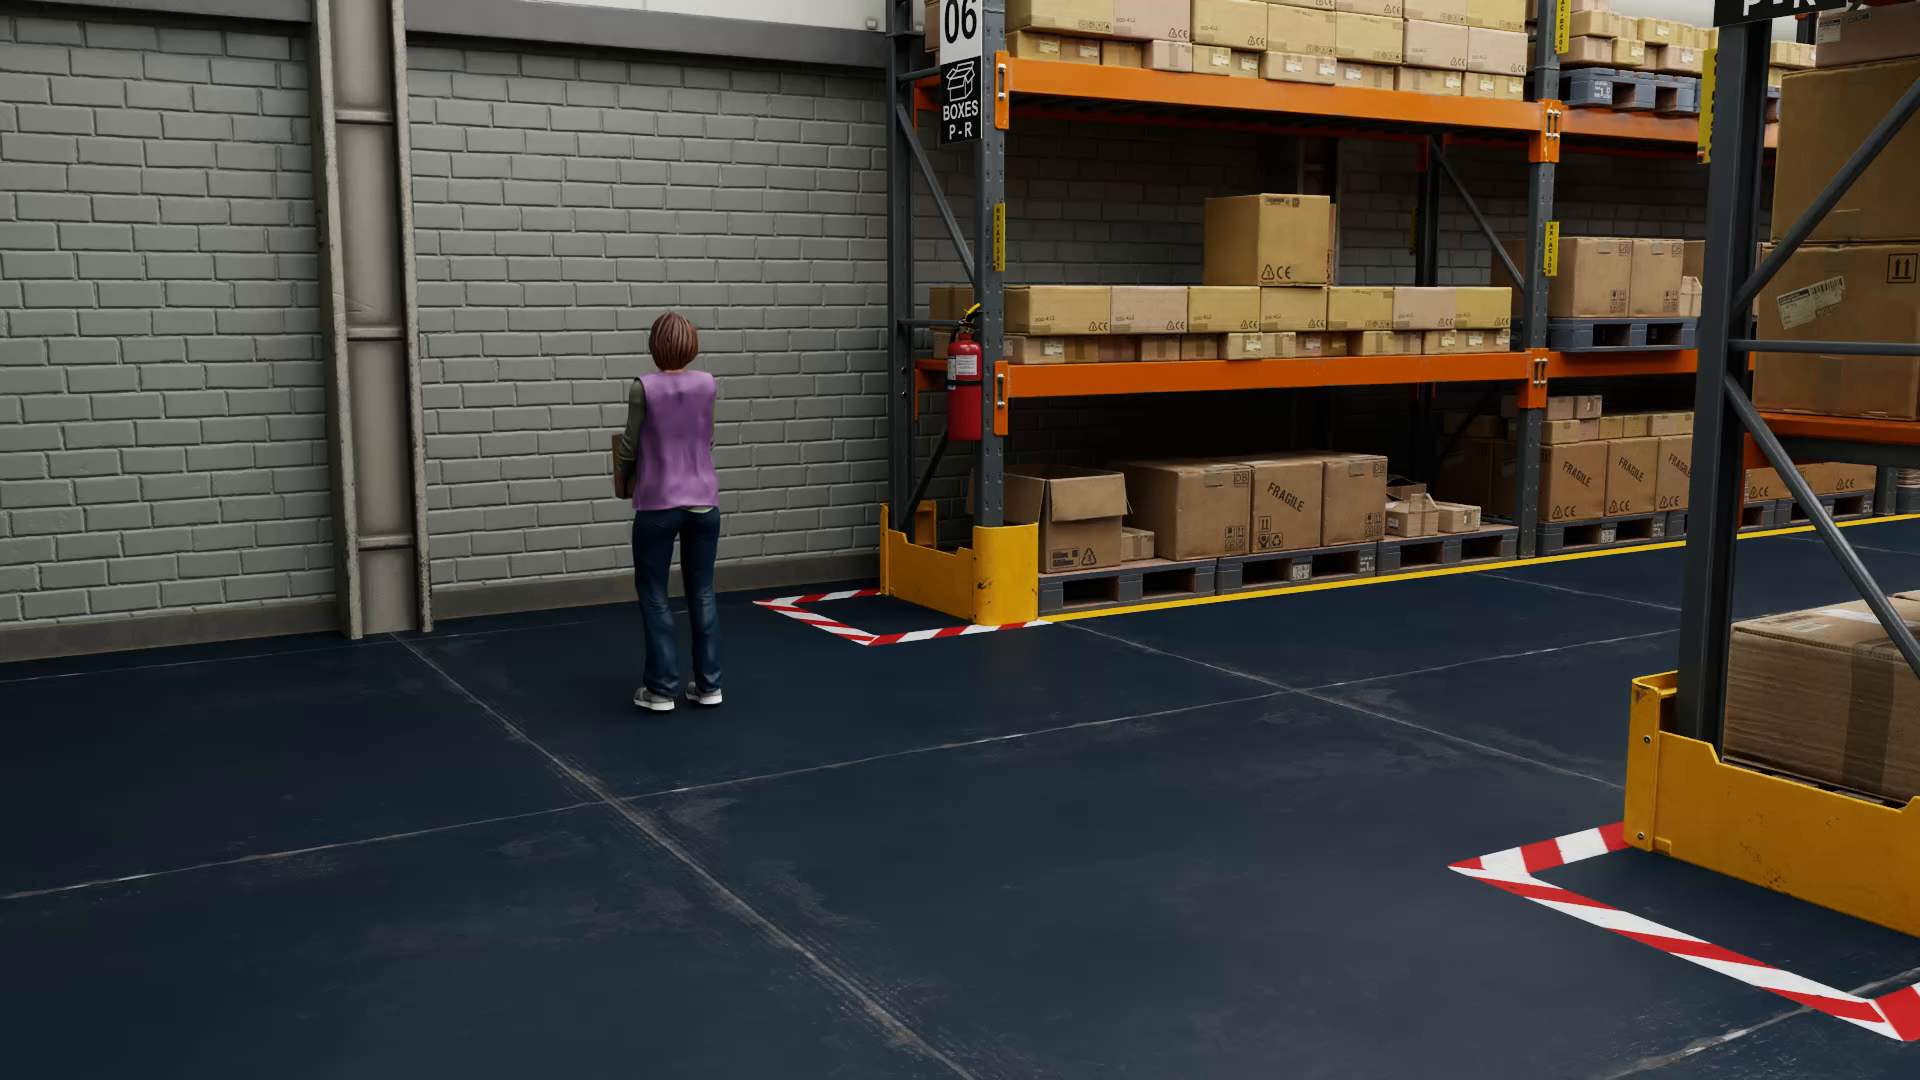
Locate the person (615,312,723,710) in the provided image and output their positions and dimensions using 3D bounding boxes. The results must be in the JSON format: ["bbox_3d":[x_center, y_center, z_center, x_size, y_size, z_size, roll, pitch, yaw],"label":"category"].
[{"bbox_3d":[-1.180,-0.114,6.712,0.405,1.575,0.498,-5,10,-30],"label":"person"}]
